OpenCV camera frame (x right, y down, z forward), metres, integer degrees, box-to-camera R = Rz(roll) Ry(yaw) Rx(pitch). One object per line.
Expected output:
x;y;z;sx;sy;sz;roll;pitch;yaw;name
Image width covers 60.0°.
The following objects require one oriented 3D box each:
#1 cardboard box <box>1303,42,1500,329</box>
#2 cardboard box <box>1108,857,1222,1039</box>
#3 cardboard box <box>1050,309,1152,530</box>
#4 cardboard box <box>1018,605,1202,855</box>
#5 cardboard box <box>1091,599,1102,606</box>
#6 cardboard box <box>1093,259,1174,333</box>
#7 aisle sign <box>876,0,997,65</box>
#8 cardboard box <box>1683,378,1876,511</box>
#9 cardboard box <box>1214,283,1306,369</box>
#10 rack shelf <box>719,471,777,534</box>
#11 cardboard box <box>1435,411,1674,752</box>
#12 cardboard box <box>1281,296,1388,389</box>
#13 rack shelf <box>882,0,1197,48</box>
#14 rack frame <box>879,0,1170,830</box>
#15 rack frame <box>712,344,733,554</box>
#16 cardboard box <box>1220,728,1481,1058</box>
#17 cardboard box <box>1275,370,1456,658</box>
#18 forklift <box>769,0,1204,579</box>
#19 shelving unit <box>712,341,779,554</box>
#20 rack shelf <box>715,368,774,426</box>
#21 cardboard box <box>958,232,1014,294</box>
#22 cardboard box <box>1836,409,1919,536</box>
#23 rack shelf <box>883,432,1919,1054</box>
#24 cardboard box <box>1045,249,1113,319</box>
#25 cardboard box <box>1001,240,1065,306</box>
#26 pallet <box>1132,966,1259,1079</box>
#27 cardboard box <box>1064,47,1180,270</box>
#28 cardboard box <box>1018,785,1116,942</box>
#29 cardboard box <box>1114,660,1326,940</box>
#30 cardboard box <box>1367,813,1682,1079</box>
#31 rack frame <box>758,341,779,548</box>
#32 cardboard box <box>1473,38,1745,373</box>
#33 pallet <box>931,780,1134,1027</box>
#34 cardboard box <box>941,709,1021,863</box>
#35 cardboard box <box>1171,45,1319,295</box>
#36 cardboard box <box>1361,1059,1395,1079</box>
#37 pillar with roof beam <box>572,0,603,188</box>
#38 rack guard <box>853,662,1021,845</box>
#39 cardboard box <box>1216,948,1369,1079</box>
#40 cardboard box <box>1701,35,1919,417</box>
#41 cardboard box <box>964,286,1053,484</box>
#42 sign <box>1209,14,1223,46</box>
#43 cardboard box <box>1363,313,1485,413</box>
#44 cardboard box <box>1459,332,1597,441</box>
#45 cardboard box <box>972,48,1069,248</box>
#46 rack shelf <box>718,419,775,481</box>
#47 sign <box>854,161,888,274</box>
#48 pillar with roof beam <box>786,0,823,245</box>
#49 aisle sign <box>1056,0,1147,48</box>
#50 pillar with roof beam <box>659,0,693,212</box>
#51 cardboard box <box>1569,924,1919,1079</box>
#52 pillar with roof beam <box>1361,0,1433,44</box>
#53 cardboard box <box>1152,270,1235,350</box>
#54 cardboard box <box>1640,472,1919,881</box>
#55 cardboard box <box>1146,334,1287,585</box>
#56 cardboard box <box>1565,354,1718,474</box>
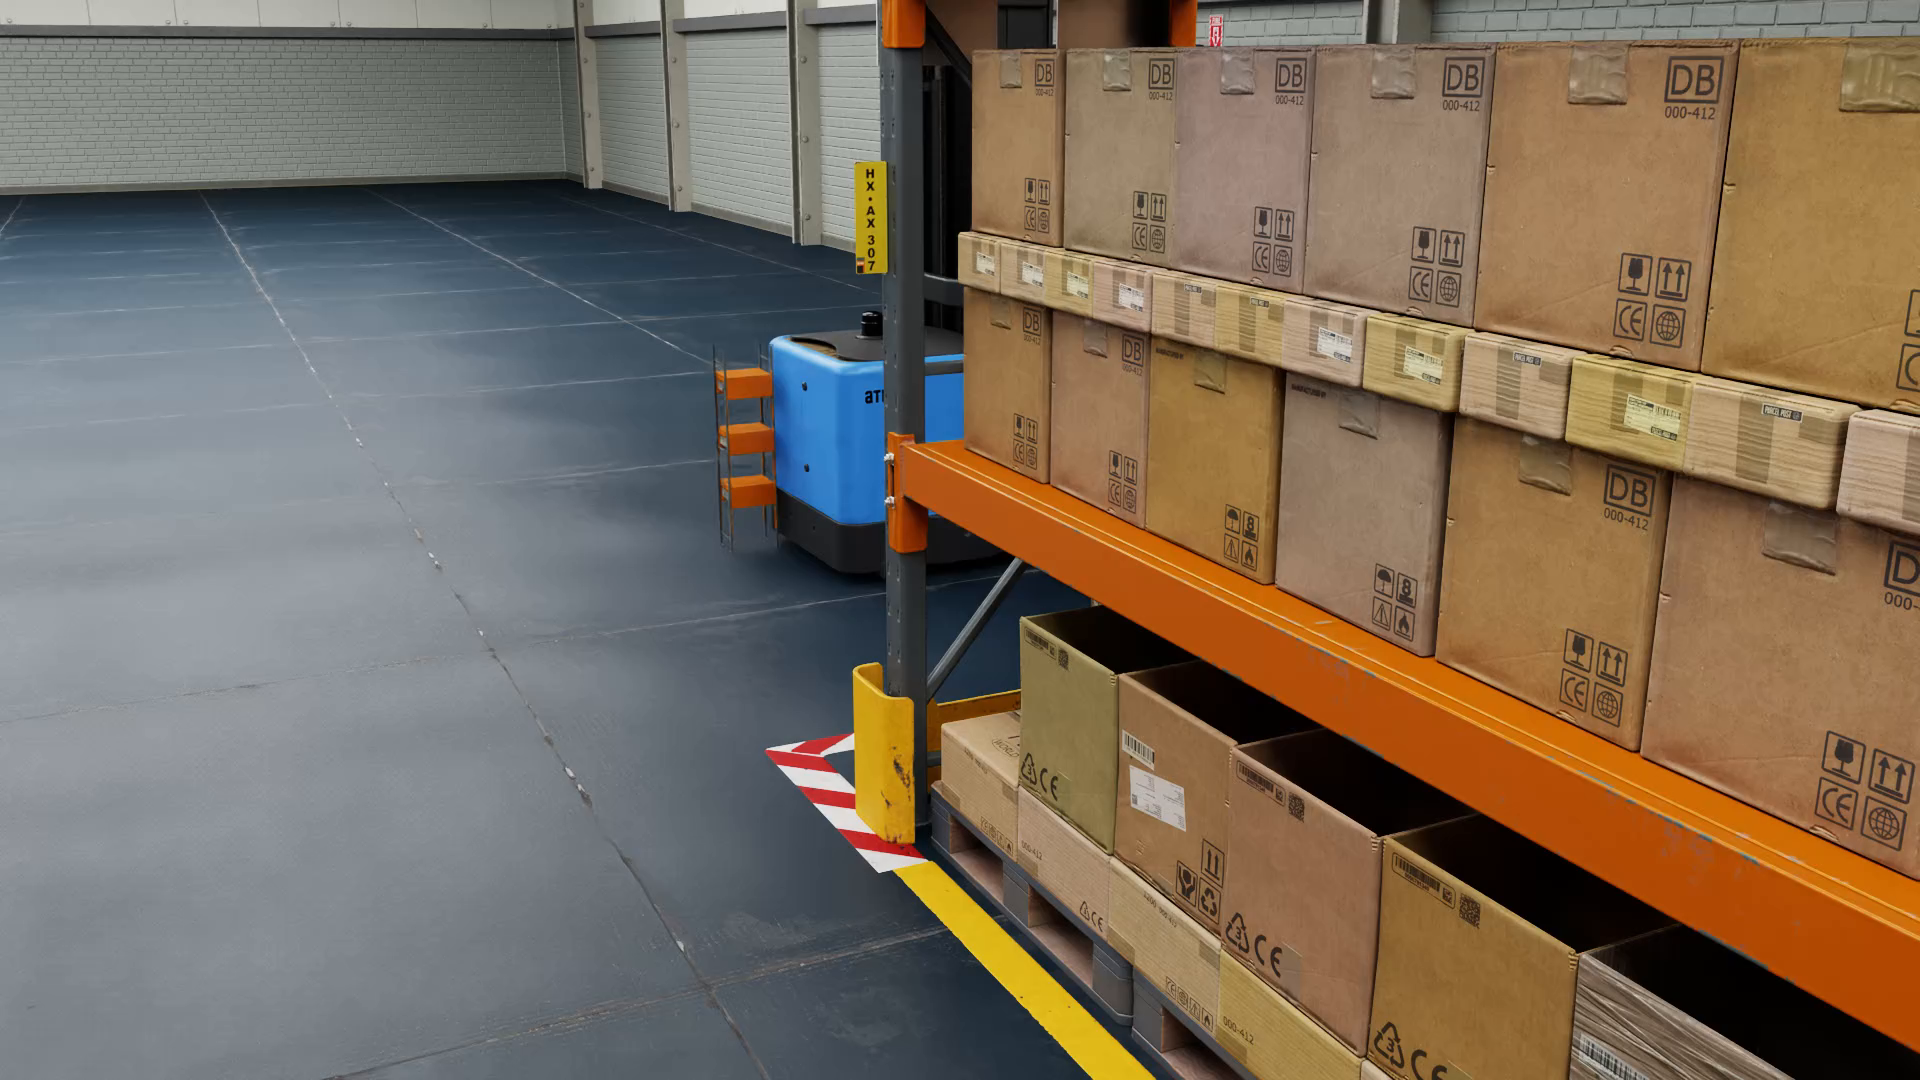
1.131;-0.726;3.310;0.700;0.500;0.500;-8;18;-25;cardboard box
0.715;0.963;4.179;0.500;0.250;0.500;-8;18;-25;cardboard box
0.666;-0.365;4.404;0.700;0.500;0.500;-7;17;-23;cardboard box
0.494;0.479;4.507;0.500;0.500;0.500;-8;18;-25;cardboard box
0.741;0.292;5.158;0.500;0.500;0.500;-8;18;-25;cardboard box
0.552;-0.610;4.083;0.380;0.149;0.250;-8;18;-26;cardboard box
-0.065;-1.793;4.847;0.394;0.787;0.004;-8;18;-25;aisle sign
1.340;-0.165;2.529;0.380;0.149;0.250;-8;18;-25;cardboard box
0.783;-0.481;3.633;0.380;0.149;0.250;-8;18;-26;cardboard box
-1.094;-0.196;8.575;0.240;0.259;0.215;-7;18;-24;rack shelf
1.338;0.016;3.077;0.700;0.500;0.500;-7;18;-24;cardboard box
0.890;-0.419;3.416;0.380;0.149;0.250;-7;18;-24;cardboard box
1.115;-1.164;3.235;1.077;0.370;4.000;-8;18;-25;rack shelf
0.239;-0.564;5.278;1.000;3.000;0.127;-8;18;-25;rack frame
-1.205;-0.459;8.446;0.008;1.050;0.200;-7;18;-24;rack frame
0.928;0.728;3.641;0.500;0.500;0.500;-8;18;-25;cardboard box
1.112;-0.111;3.519;0.700;0.500;0.500;-7;17;-23;cardboard box
0.559;-1.488;8.624;3.031;2.935;1.130;-8;18;-26;forklift
-1.094;-0.473;8.495;0.252;1.050;0.215;-7;18;-24;shelving unit
-1.094;-0.735;8.420;0.240;0.259;0.215;-7;18;-24;rack shelf
0.217;-0.800;4.745;0.380;0.149;0.250;-8;18;-25;cardboard box
1.456;-0.100;2.303;0.380;0.149;0.250;-8;18;-27;cardboard box
1.115;0.278;3.649;1.077;0.370;4.000;-8;18;-25;rack shelf
0.443;-0.673;4.302;0.380;0.149;0.250;-8;18;-25;cardboard box
0.335;-0.735;4.518;0.380;0.149;0.250;-8;18;-26;cardboard box
1.142;1.263;3.967;1.003;0.211;1.213;-8;18;-25;pallet
0.690;-0.975;4.178;0.700;0.500;0.500;-8;18;-26;cardboard box
0.496;0.839;4.612;0.500;0.250;0.500;-8;18;-25;cardboard box
0.725;0.601;4.081;0.500;0.500;0.500;-8;18;-25;cardboard box
1.160;0.850;3.216;0.500;0.500;0.500;-8;18;-25;cardboard box
-0.984;-0.487;8.544;0.008;1.050;0.200;-7;18;-24;rack frame
1.350;-0.602;2.879;0.700;0.500;0.500;-8;18;-25;cardboard box
0.611;0.961;5.019;1.003;0.211;1.213;-8;18;-25;pallet
0.274;0.716;5.042;0.500;0.250;0.500;-8;18;-25;cardboard box
0.912;-0.851;3.743;0.700;0.500;0.500;-8;18;-25;cardboard box
1.149;1.212;3.314;0.500;0.250;0.500;-8;18;-25;cardboard box
-11.238;-10.897;30.408;9.100;9.000;0.400;-8;18;-25;pillar with roof beam
0.228;0.632;5.643;1.175;0.500;0.348;-8;18;-25;rack guard
0.929;1.088;3.745;0.500;0.250;0.500;-8;18;-25;cardboard box
1.569;-0.478;2.446;0.700;0.500;0.500;-8;18;-25;cardboard box
0.432;-0.495;4.855;0.700;0.500;0.500;-8;18;-25;cardboard box
2.184;-4.328;14.191;0.001;0.298;0.199;-8;18;-25;sign
1.005;-0.354;3.189;0.380;0.149;0.250;-7;17;-23;cardboard box
1.124;-0.289;2.961;0.380;0.149;0.250;-7;17;-23;cardboard box
0.455;-1.105;4.631;0.700;0.500;0.500;-8;18;-25;cardboard box
-1.094;-0.463;8.498;0.240;0.259;0.215;-7;18;-24;rack shelf
-0.263;-0.953;4.919;0.100;0.325;0.005;-8;18;-25;sign
-5.981;-7.921;20.039;9.100;9.000;0.400;-8;18;-25;pillar with roof beam
0.474;-1.865;5.100;0.394;0.787;0.004;-8;18;-25;aisle sign
-8.610;-9.409;25.223;9.100;9.000;0.400;-8;18;-25;pillar with roof beam
1.383;0.973;2.785;0.500;0.500;0.500;-8;18;-25;cardboard box
-0.724;-4.946;9.670;9.100;9.000;0.400;-8;18;-25;pillar with roof beam
0.671;-0.545;3.853;0.380;0.149;0.250;-8;18;-27;cardboard box
1.554;0.141;2.642;0.700;0.500;0.500;-8;18;-25;cardboard box
0.878;-0.241;3.972;0.700;0.500;0.500;-8;18;-25;cardboard box
1.235;-0.226;2.743;0.380;0.149;0.250;-8;18;-25;cardboard box
